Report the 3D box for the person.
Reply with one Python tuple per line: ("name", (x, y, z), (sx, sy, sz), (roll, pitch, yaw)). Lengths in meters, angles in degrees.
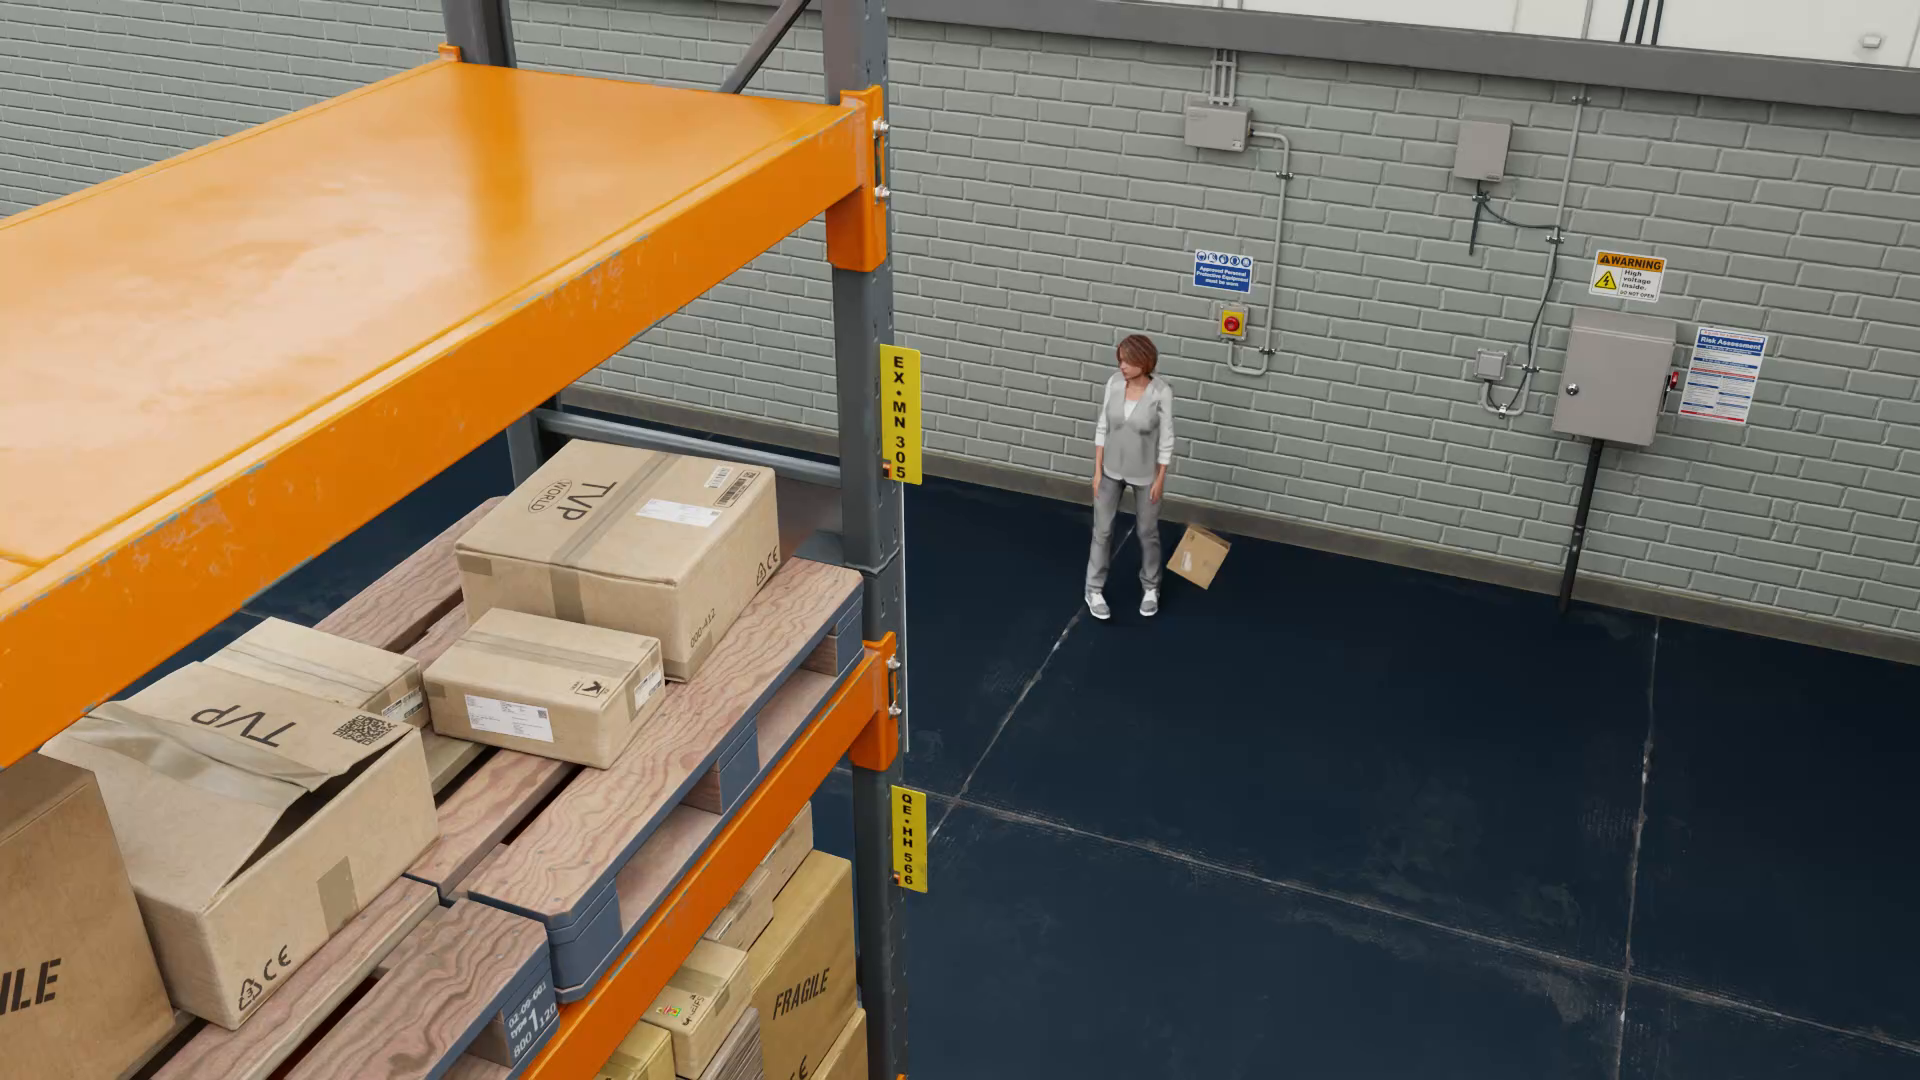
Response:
("person", (0.914, -0.316, 8.931), (0.427, 1.588, 0.435), (12, 32, 20))
